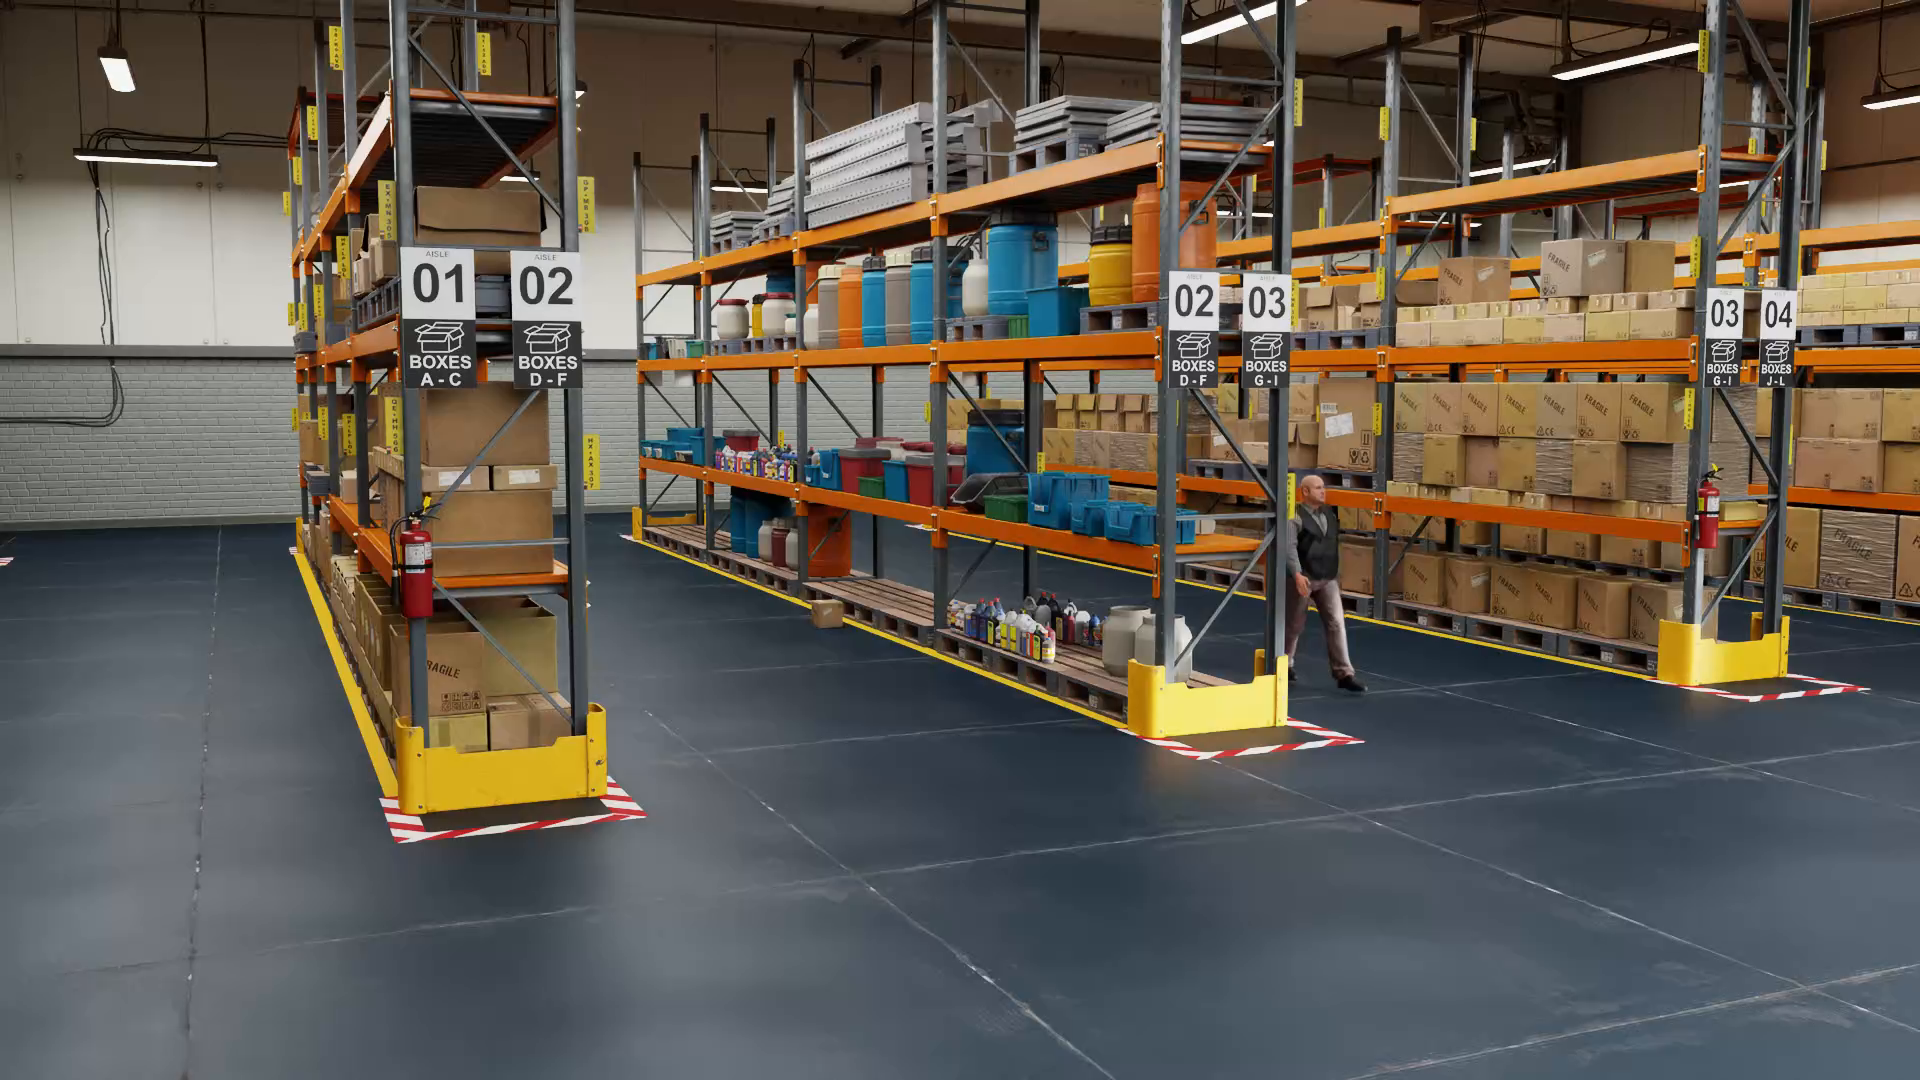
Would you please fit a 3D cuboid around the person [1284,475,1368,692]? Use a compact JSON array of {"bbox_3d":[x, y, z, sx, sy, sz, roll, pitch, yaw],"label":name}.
[{"bbox_3d":[2.837,0.327,13.195,0.559,1.672,0.957,-2,6,-23],"label":"person"}]
